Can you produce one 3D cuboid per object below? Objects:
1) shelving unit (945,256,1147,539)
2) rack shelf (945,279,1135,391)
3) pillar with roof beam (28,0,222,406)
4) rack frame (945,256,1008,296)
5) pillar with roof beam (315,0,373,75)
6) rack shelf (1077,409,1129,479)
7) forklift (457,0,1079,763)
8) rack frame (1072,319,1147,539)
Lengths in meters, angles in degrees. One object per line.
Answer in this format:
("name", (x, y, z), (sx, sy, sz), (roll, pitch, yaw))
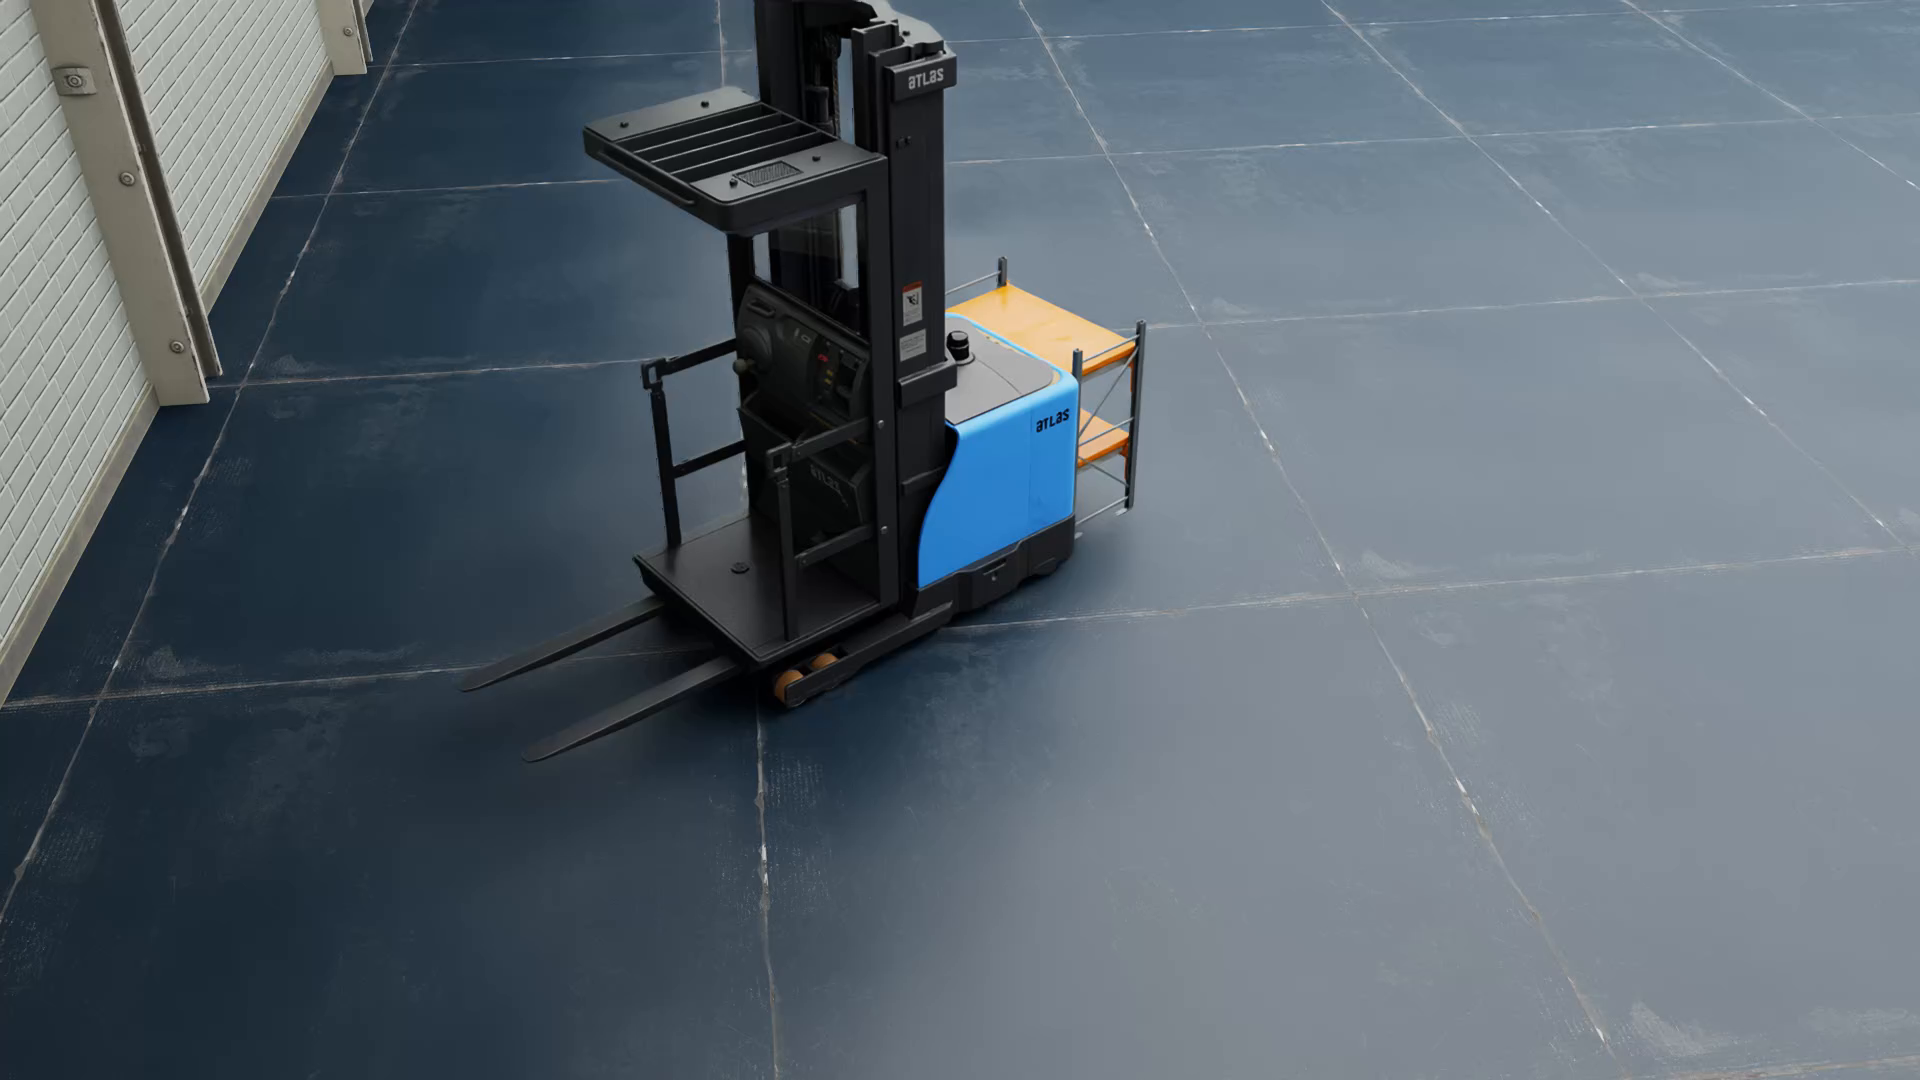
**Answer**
("shelving unit", (0.404, -0.762, 8.869), (0.538, 1.125, 1.048), (-27, 43, -34))
("rack shelf", (0.404, -1.004, 8.704), (0.538, 0.278, 1.000), (-27, 43, -34))
("pillar with roof beam", (-0.418, -4.964, 8.044), (9.100, 9.000, 0.400), (-4, 35, -6))
("rack frame", (0.063, -0.974, 9.180), (0.500, 1.125, 0.032), (-27, 43, -34))
("pillar with roof beam", (-1.225, -8.313, 12.957), (9.100, 9.000, 0.400), (-4, 35, -6))
("rack shelf", (0.404, -0.560, 9.006), (0.538, 0.278, 1.000), (-27, 43, -34))
("forklift", (-0.868, -0.782, 7.294), (3.031, 2.935, 1.130), (-25, 42, -32))
("rack frame", (0.745, -0.550, 8.557), (0.500, 1.125, 0.032), (-27, 43, -34))
